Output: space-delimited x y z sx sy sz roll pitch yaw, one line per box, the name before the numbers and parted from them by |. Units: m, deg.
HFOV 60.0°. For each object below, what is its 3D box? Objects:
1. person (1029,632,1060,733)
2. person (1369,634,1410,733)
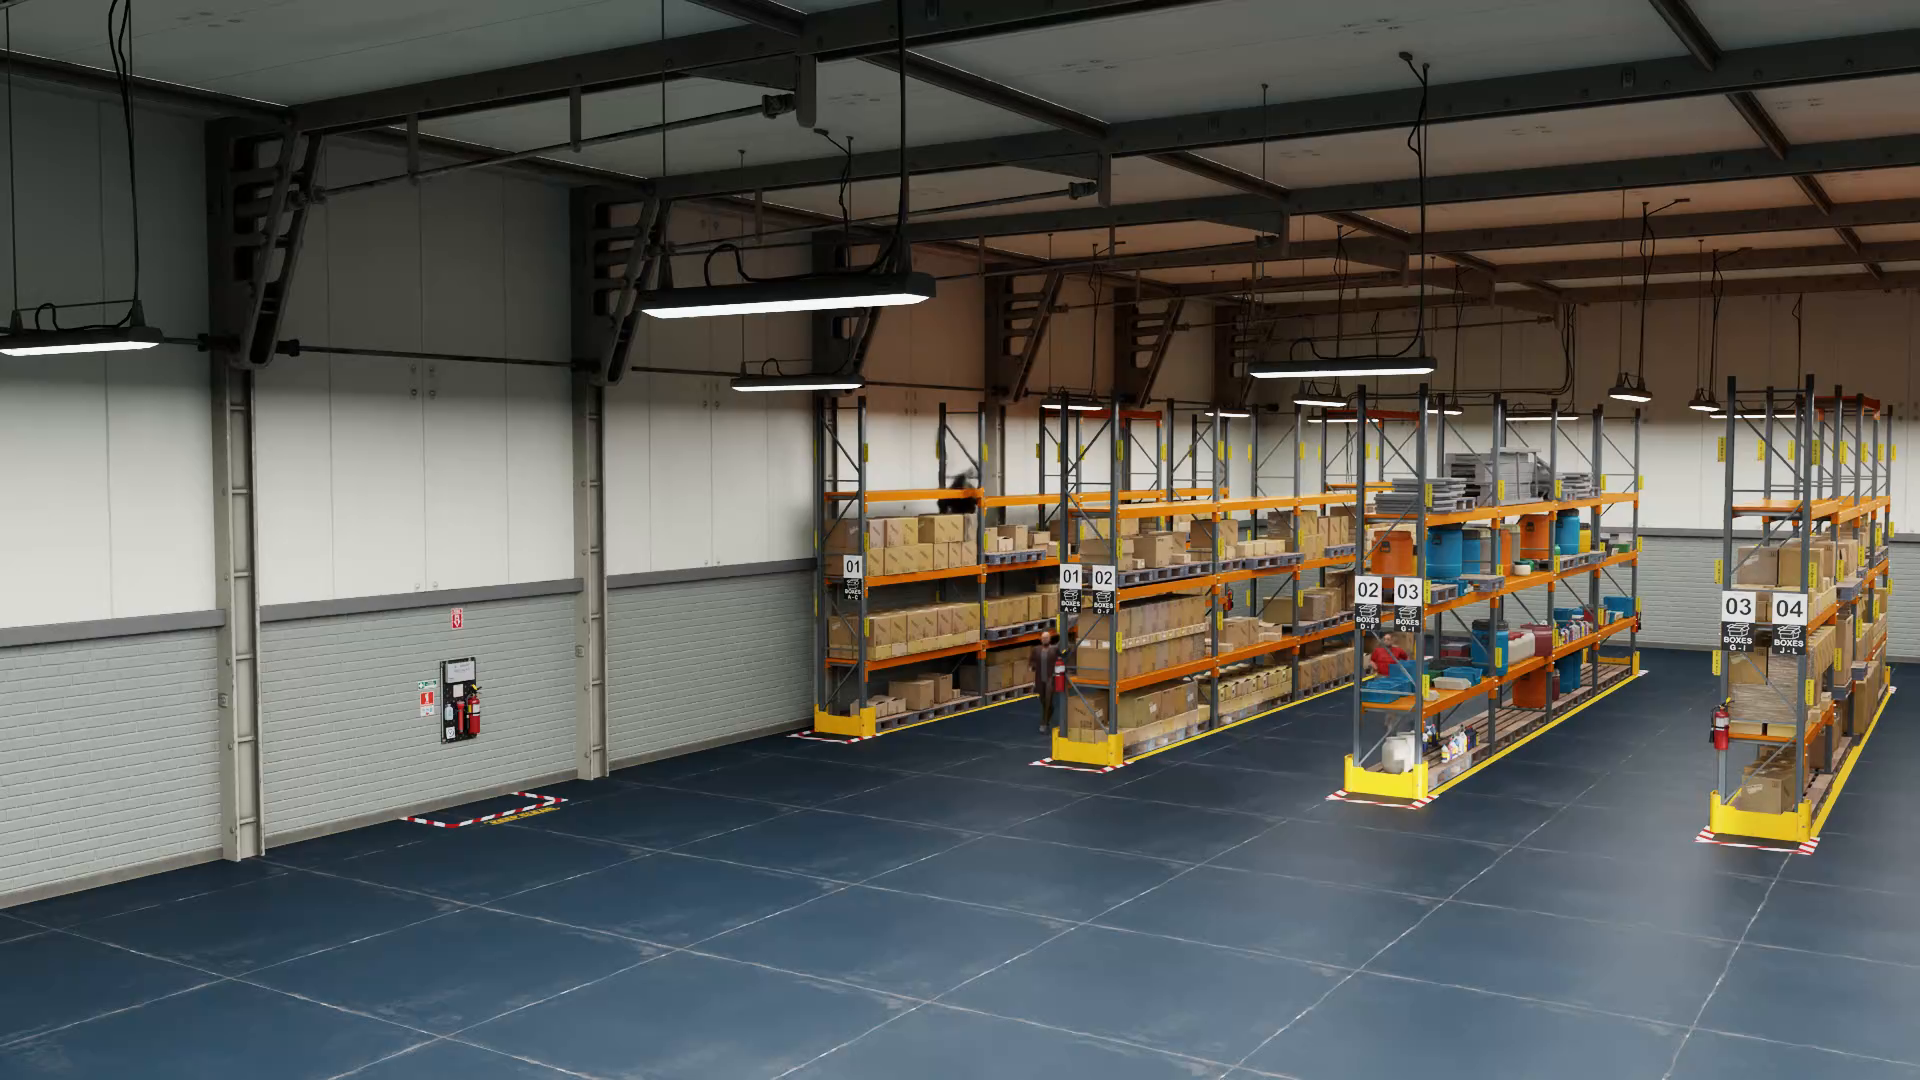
person | 1.586 2.531 30.059 0.690 1.771 1.042 1 3 22
person | 7.711 2.586 30.000 0.645 1.802 0.799 2 4 36
